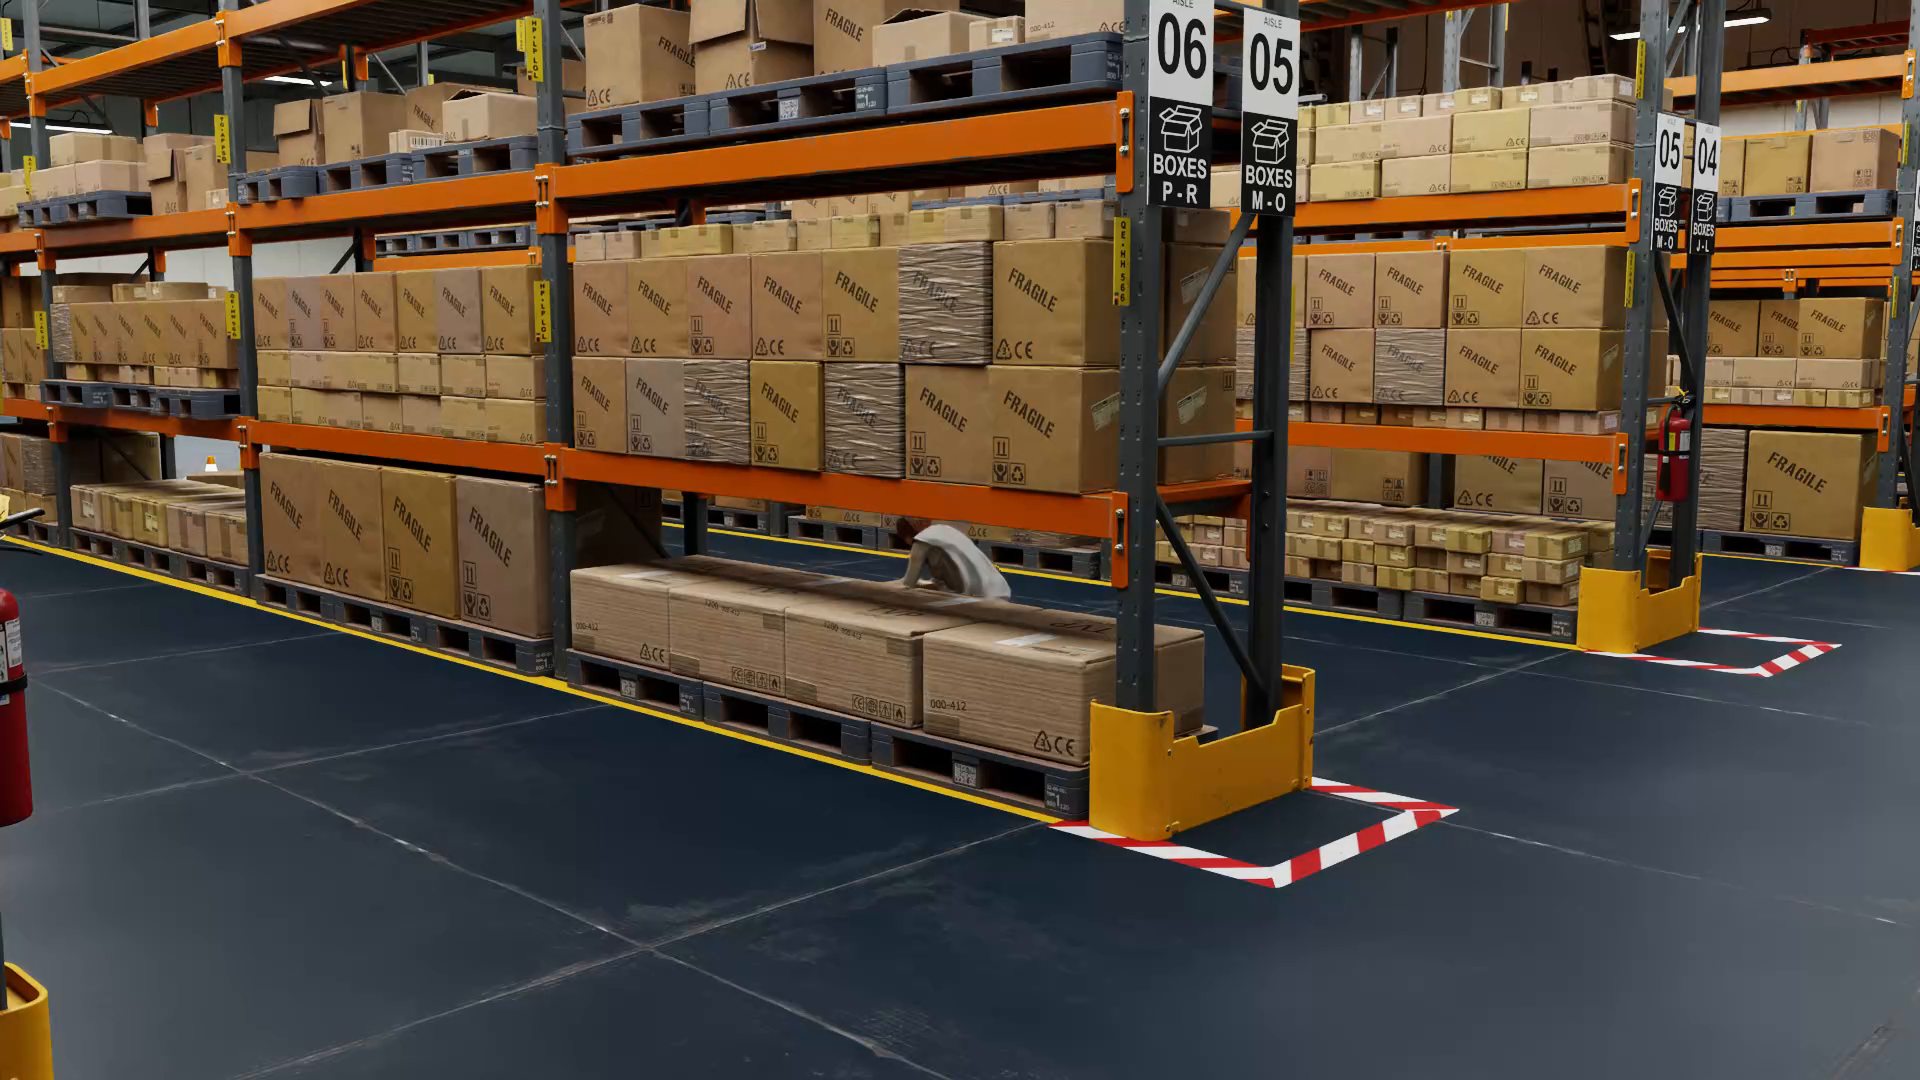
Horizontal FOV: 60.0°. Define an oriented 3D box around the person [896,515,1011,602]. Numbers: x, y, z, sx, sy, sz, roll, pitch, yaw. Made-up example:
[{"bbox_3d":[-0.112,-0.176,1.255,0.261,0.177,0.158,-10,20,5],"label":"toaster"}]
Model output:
[{"bbox_3d":[-0.069,0.284,9.678,0.795,0.907,0.423,7,10,42],"label":"person"}]
